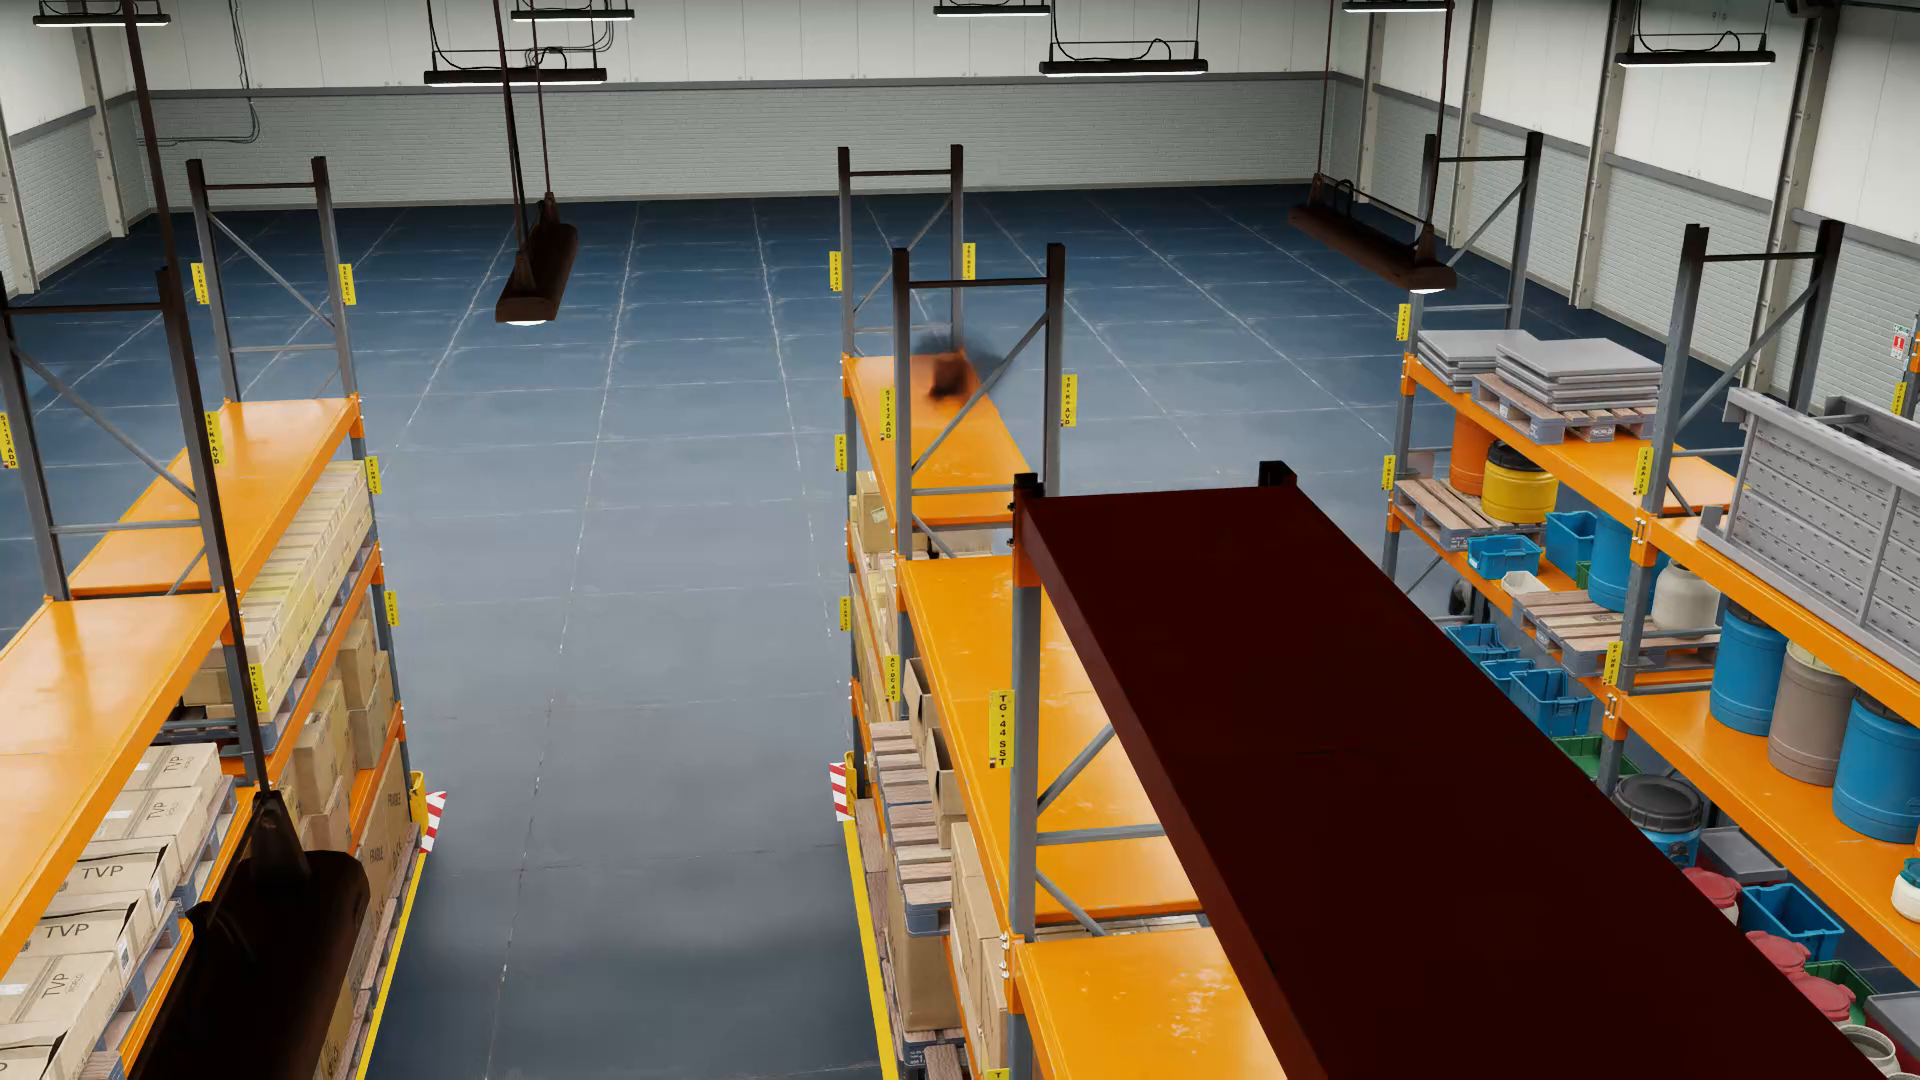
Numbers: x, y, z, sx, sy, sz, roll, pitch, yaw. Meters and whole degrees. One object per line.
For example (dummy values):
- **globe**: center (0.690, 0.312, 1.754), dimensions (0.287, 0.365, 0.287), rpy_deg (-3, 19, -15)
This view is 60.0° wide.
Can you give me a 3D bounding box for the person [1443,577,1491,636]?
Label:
- **person**: center (5.226, 0.871, 17.143), dimensions (0.734, 1.739, 0.839), rpy_deg (-17, 27, -37)
